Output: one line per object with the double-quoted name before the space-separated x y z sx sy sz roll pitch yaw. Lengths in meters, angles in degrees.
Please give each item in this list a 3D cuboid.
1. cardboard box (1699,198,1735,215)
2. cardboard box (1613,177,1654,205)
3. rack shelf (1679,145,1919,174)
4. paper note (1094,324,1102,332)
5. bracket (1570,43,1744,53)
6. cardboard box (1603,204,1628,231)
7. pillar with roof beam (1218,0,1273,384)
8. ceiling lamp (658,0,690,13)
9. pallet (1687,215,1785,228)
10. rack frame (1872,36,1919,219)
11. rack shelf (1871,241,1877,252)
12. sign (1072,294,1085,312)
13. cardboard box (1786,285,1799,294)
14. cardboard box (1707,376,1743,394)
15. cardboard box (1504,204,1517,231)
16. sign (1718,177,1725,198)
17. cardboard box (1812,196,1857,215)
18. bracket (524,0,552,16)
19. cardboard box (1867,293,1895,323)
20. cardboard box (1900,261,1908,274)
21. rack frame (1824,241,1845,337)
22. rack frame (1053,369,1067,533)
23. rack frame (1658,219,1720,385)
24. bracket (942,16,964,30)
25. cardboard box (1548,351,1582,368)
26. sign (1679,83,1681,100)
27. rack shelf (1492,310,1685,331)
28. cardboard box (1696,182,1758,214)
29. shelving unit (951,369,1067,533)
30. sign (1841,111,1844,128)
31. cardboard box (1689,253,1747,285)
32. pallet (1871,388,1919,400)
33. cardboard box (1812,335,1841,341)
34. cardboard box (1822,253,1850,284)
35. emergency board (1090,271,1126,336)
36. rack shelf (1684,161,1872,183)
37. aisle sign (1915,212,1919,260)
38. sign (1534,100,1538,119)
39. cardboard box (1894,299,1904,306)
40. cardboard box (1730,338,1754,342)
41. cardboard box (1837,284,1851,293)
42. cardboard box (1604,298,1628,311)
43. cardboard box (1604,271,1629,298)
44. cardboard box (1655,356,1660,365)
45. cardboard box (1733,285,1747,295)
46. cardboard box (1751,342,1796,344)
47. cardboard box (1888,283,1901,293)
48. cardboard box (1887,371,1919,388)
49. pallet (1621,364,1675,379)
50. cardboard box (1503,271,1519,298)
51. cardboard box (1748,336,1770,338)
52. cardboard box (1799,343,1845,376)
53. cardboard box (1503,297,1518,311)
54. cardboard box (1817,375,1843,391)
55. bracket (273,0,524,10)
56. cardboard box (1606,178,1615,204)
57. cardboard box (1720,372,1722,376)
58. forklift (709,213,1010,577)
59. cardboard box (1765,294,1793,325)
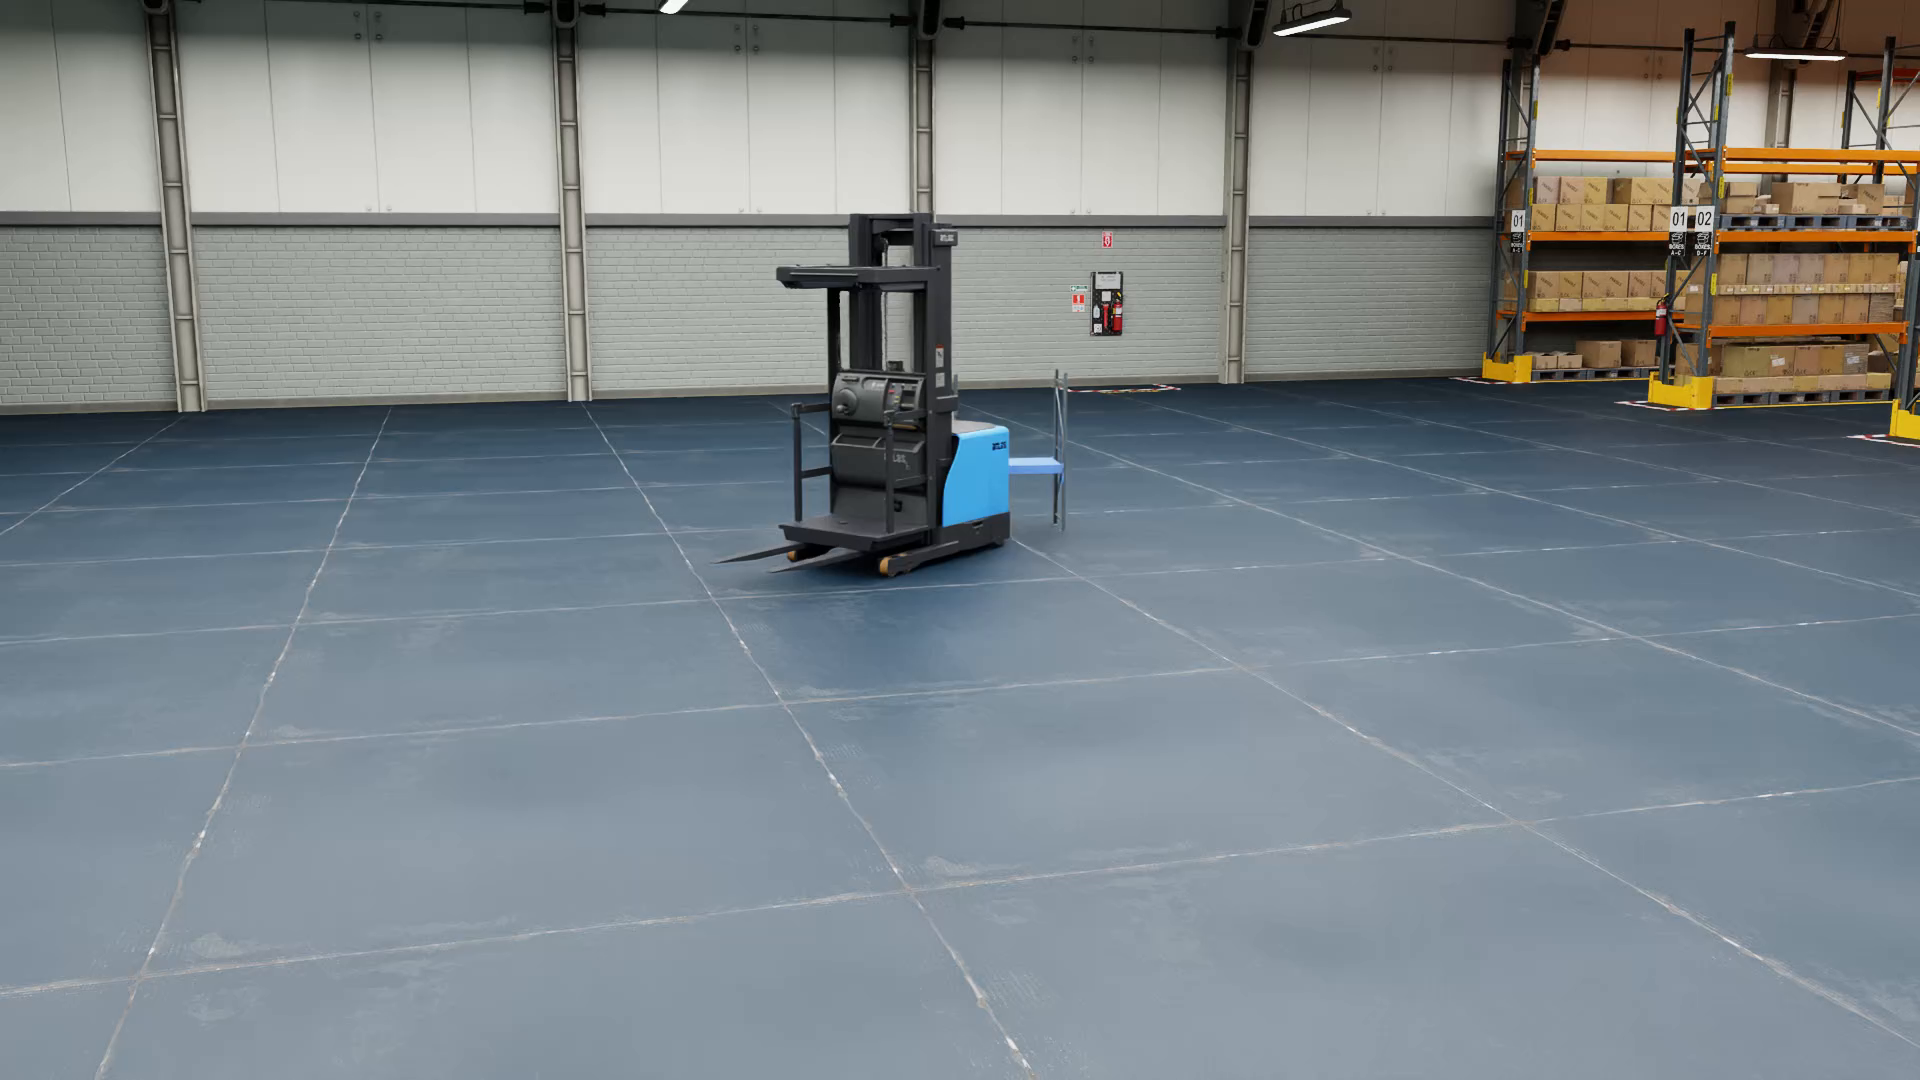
"cardboard box" 14.826 -6.503 32.569 0.500 0.500 0.500 -1 11 -8
"cardboard box" 12.851 -6.654 31.732 0.500 0.500 0.500 -3 11 -18
"rack shelf" 13.746 -6.196 27.145 4.000 0.370 1.077 -3 11 -16
"paper note" 2.535 -3.890 30.526 0.142 0.148 0.016 -3 11 -16
"bracket" 13.840 -9.552 32.341 4.783 0.066 0.076 -3 11 -16
"cardboard box" 12.360 -6.143 31.715 0.500 0.500 0.500 -2 11 -12
"pillar with roof beam" 6.310 -6.640 26.465 0.548 9.000 9.100 -3 11 -16
"ceiling lamp" -4.093 -8.839 22.287 0.800 3.185 2.000 -3 11 -16
"pallet" 12.512 -5.158 26.943 1.213 0.211 1.003 -3 11 -16
"rack frame" 15.666 -6.848 27.593 0.127 3.000 1.000 -3 11 -16
"rack shelf" 17.587 -5.120 28.480 4.000 0.370 1.077 -3 11 -16
"sign" 2.164 -4.327 30.372 0.234 0.329 0.001 -3 11 -16
"cardboard box" 13.499 -4.111 27.230 0.250 0.149 0.380 -3 11 -17
"cardboard box" 12.403 -2.538 27.185 0.500 0.250 0.500 -3 11 -16
"cardboard box" 10.768 -6.155 31.785 0.500 0.500 0.500 -2 11 -12
"sign" 11.975 -5.542 26.153 0.005 0.325 0.100 -3 11 -16
"cardboard box" 14.591 -5.597 27.784 0.500 0.311 0.500 -4 11 -19
"bracket" -6.714 -8.469 26.456 0.430 0.232 0.235 -3 11 -16
"cardboard box" 15.242 -3.923 27.999 0.500 0.500 0.700 -3 11 -17
"cardboard box" 19.143 -5.541 33.837 0.500 0.250 0.500 -3 11 -17
"rack frame" 18.119 -4.961 33.913 0.127 3.000 1.000 -3 11 -16
"rack frame" 0.945 -0.845 15.700 0.032 1.500 0.500 -1 11 -7
"rack frame" 11.826 -3.695 27.037 0.127 3.000 1.000 -3 11 -16
"bracket" -0.156 -8.815 28.334 0.430 0.232 0.235 -3 11 -16
"cardboard box" 11.675 -3.498 32.179 0.500 0.311 0.500 -2 11 -11
"sign" 11.688 -7.239 26.918 0.005 0.325 0.100 -3 11 -16
"rack shelf" 12.358 -4.303 32.328 4.000 0.370 1.077 -3 11 -16
"cardboard box" 12.379 -5.525 26.859 0.637 0.503 0.797 -2 11 -12
"shelving unit" 0.440 -0.835 15.642 1.048 1.500 0.538 -1 11 -7
"sign" 17.960 -8.545 33.794 0.005 0.325 0.100 -3 11 -16
"cardboard box" 12.329 -4.406 27.041 0.500 0.500 0.700 -3 11 -16
"pallet" 16.363 -2.570 28.628 1.213 0.211 1.003 -3 11 -16
"cardboard box" 17.442 -3.902 33.852 0.500 0.500 0.700 -3 11 -15
"cardboard box" 14.276 -4.510 27.605 0.500 0.500 0.700 -3 11 -16
"emergency board" 2.724 -4.320 30.430 0.643 1.169 0.194 -3 11 -16
"rack shelf" 16.199 -7.260 32.921 4.000 0.370 1.077 -3 11 -16
"aisle sign" 13.055 -4.160 22.384 0.004 0.787 0.394 -3 11 -16
"sign" 10.589 -7.910 30.566 0.005 0.325 0.100 -3 11 -16
"cardboard box" 19.023 -4.834 33.860 0.250 0.149 0.380 -3 11 -14
"cardboard box" 15.462 -3.821 33.407 0.500 0.500 0.700 -3 11 -17
"cardboard box" 14.488 -4.164 27.514 0.250 0.149 0.380 -3 11 -16
"cardboard box" 12.466 -4.540 31.987 0.500 0.250 0.500 -3 11 -15
"cardboard box" 12.448 -4.909 31.921 0.500 0.500 0.500 -3 11 -14
"cardboard box" 13.773 -3.549 32.854 0.250 0.166 0.380 -5 11 -23
"cardboard box" 12.516 -4.060 26.949 0.250 0.149 0.380 -3 11 -17
"cardboard box" 13.694 -3.075 28.033 0.500 0.500 0.500 -3 11 -16
"cardboard box" 15.465 -4.215 27.792 0.250 0.149 0.380 -3 11 -16
"cardboard box" 16.123 -2.729 28.224 0.500 0.250 0.500 -3 11 -17
"pallet" 13.643 -3.347 32.848 1.213 0.211 1.003 -3 11 -16
"cardboard box" 10.831 -4.922 31.988 0.500 0.500 0.500 -3 11 -17
"cardboard box" 15.901 -4.204 33.421 0.500 0.250 0.500 -3 11 -18
"cardboard box" 14.320 -3.010 27.678 0.500 0.500 0.500 -3 11 -16
"cardboard box" 10.832 -4.550 32.037 0.500 0.250 0.500 -3 11 -15
"cardboard box" 14.324 -2.639 27.734 0.500 0.250 0.500 -3 11 -16
"bracket" -9.204 -8.338 25.744 4.783 0.066 0.076 -3 11 -16
"cardboard box" 12.264 -6.724 32.112 0.500 0.500 0.500 -3 11 -16
"cardboard box" 12.735 -2.655 27.823 0.500 0.250 0.500 -3 11 -16
"forklift" -0.818 -1.236 13.871 1.130 2.935 3.031 7 13 35
"cardboard box" 13.259 -3.817 27.424 0.500 0.500 0.700 -3 11 -16
